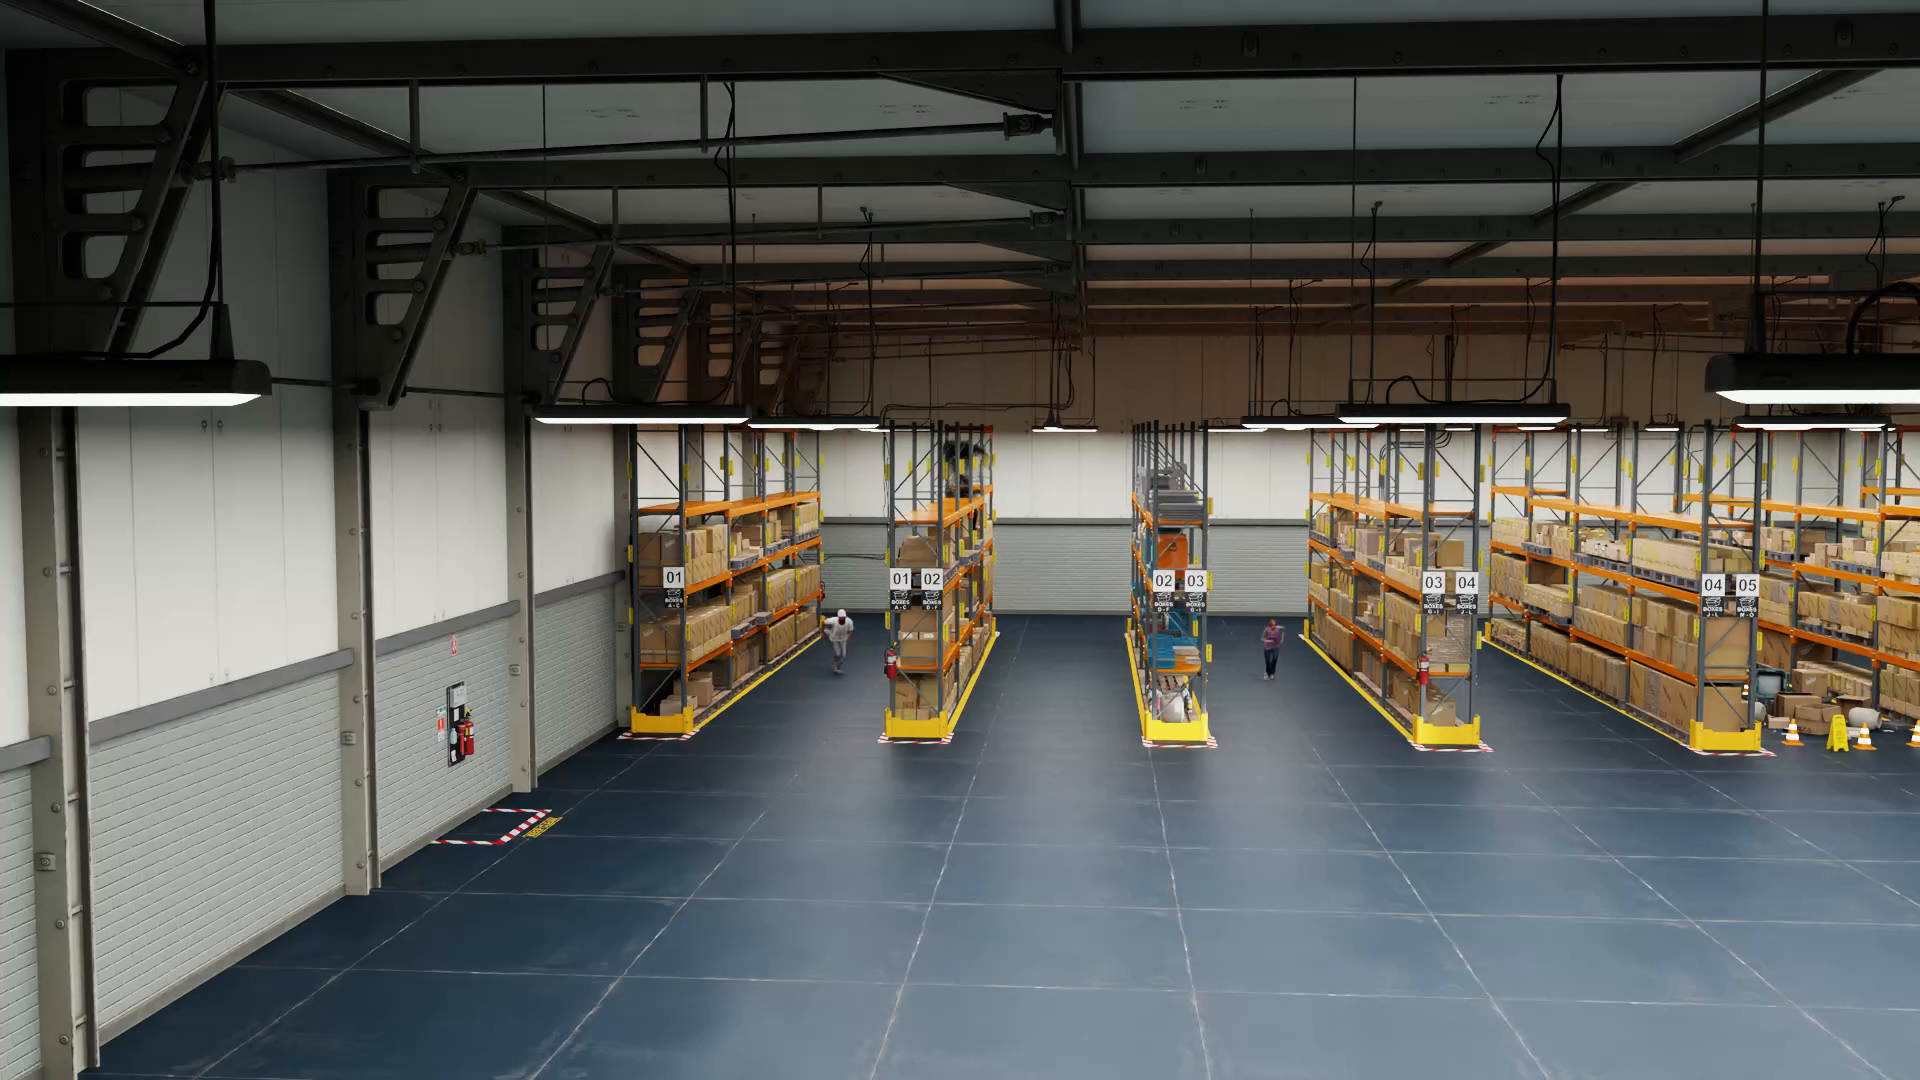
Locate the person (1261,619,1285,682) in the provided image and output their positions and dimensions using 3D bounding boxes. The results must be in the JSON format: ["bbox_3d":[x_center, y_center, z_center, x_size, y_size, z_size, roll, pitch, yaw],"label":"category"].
[{"bbox_3d":[7.248,2.560,38.590,0.578,1.485,0.902,0,4,2],"label":"person"}]

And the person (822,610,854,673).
[{"bbox_3d":[-2.917,2.423,39.672,0.735,1.578,0.838,-1,4,-18],"label":"person"}]
